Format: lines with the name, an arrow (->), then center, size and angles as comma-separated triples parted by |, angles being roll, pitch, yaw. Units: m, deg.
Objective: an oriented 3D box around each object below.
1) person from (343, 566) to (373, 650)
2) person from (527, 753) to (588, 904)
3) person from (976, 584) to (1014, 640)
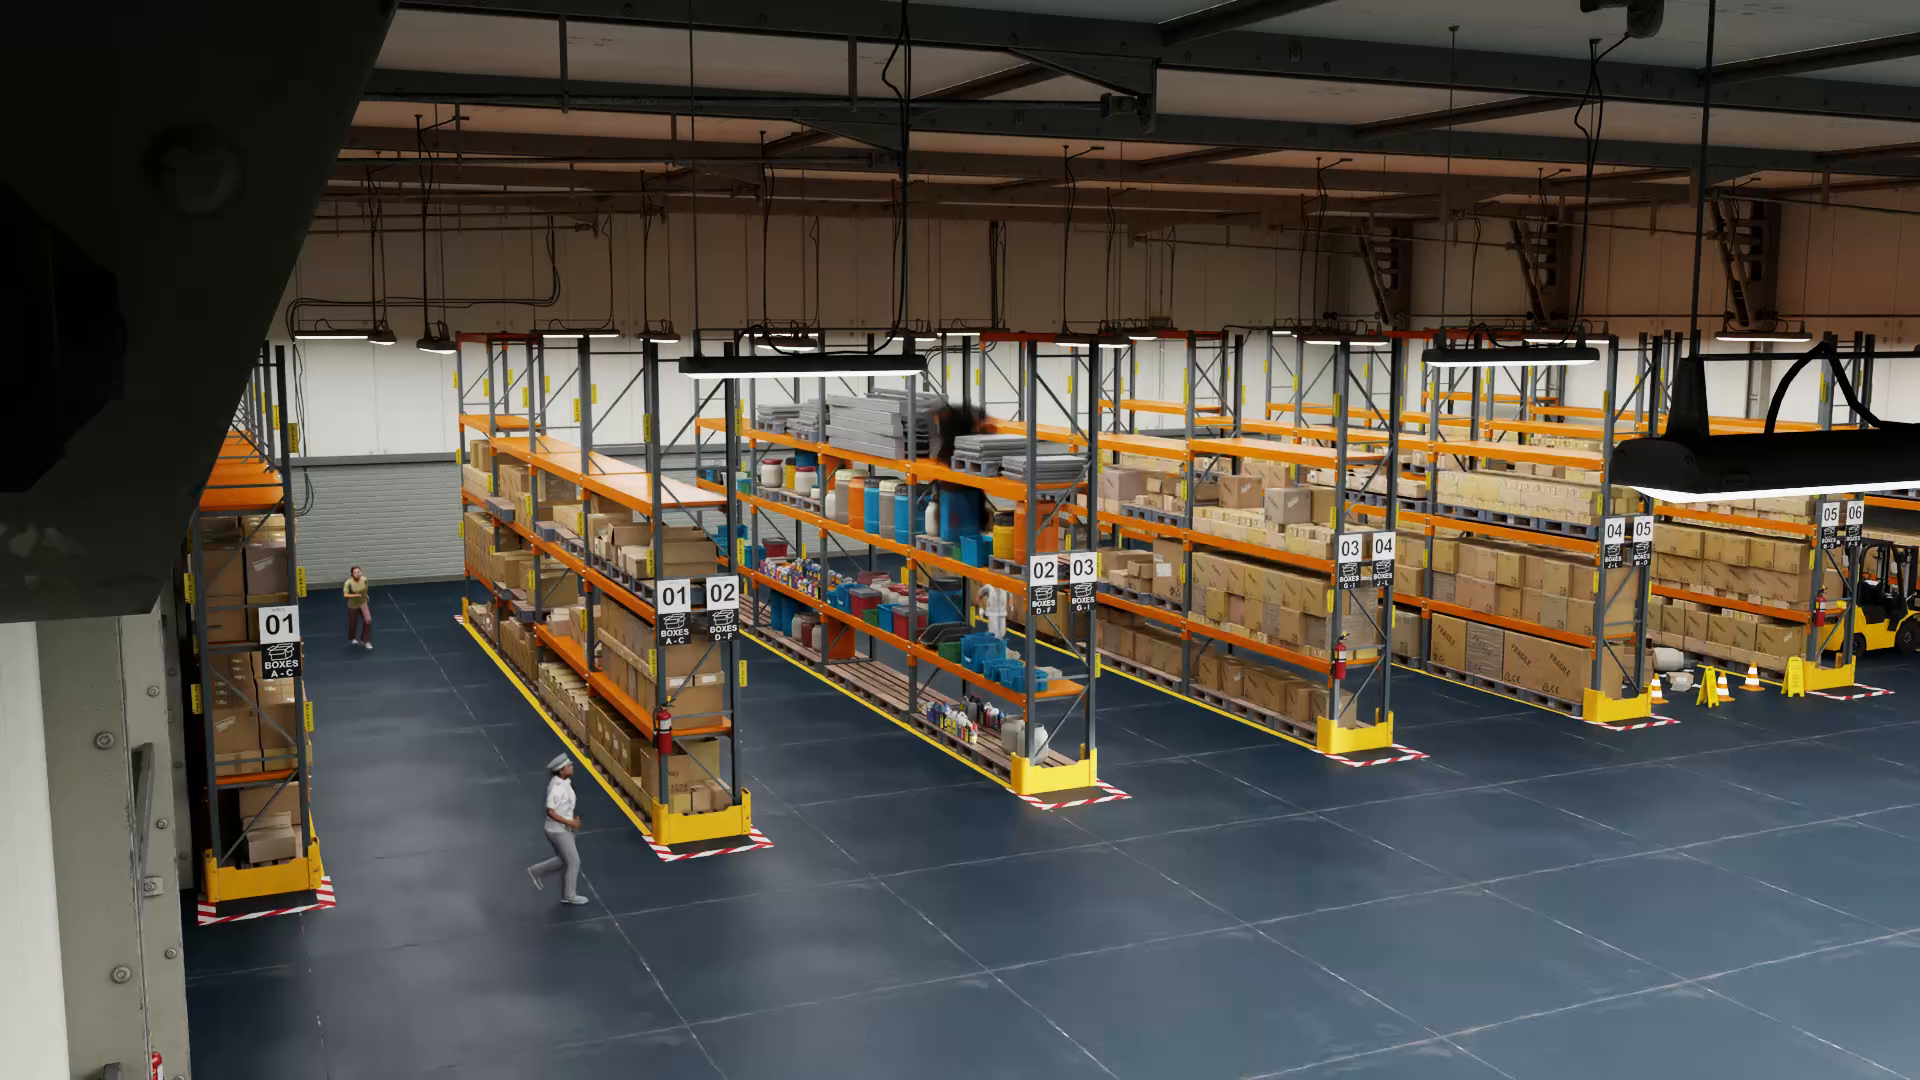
person -> -11.469, 1.267, 31.605 | 0.520, 1.615, 0.914 | -5, 9, -33
person -> -4.349, 3.121, 17.885 | 0.633, 1.683, 0.581 | -1, 8, -7
person -> 0.688, 1.398, 30.126 | 0.653, 1.756, 0.641 | -3, 8, -22
